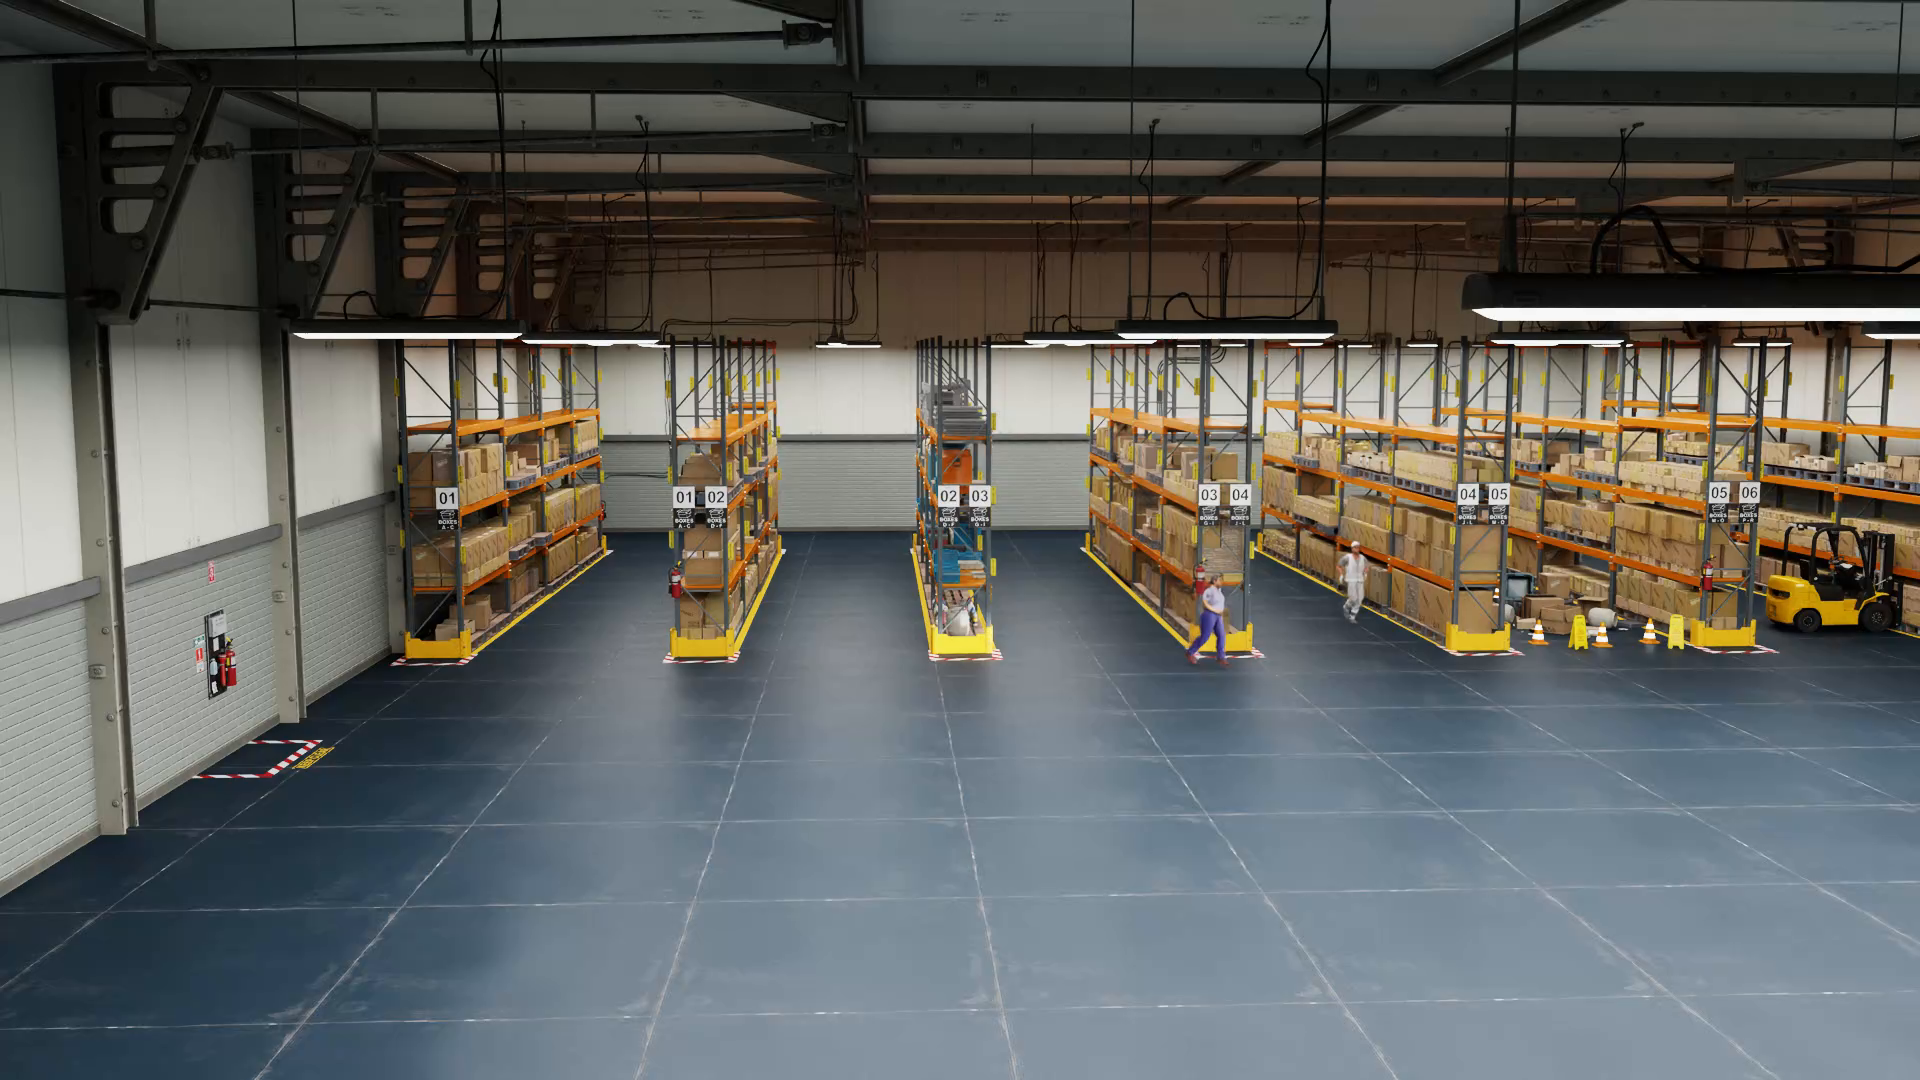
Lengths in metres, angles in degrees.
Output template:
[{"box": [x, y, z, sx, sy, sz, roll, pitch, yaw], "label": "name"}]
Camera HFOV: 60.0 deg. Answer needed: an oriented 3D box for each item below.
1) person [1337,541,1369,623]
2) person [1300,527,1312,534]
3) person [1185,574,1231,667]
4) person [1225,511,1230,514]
[{"box": [8.291, 0.897, 34.849, 0.650, 1.740, 0.577, -1, 7, -10], "label": "person"}, {"box": [10.055, -0.628, 48.684, 0.723, 1.719, 0.593, 6, 9, 44], "label": "person"}, {"box": [4.638, 1.455, 30.393, 0.858, 1.635, 0.691, 5, 8, 38], "label": "person"}, {"box": [7.422, -0.461, 46.991, 0.764, 1.722, 0.816, 2, 7, 18], "label": "person"}]
